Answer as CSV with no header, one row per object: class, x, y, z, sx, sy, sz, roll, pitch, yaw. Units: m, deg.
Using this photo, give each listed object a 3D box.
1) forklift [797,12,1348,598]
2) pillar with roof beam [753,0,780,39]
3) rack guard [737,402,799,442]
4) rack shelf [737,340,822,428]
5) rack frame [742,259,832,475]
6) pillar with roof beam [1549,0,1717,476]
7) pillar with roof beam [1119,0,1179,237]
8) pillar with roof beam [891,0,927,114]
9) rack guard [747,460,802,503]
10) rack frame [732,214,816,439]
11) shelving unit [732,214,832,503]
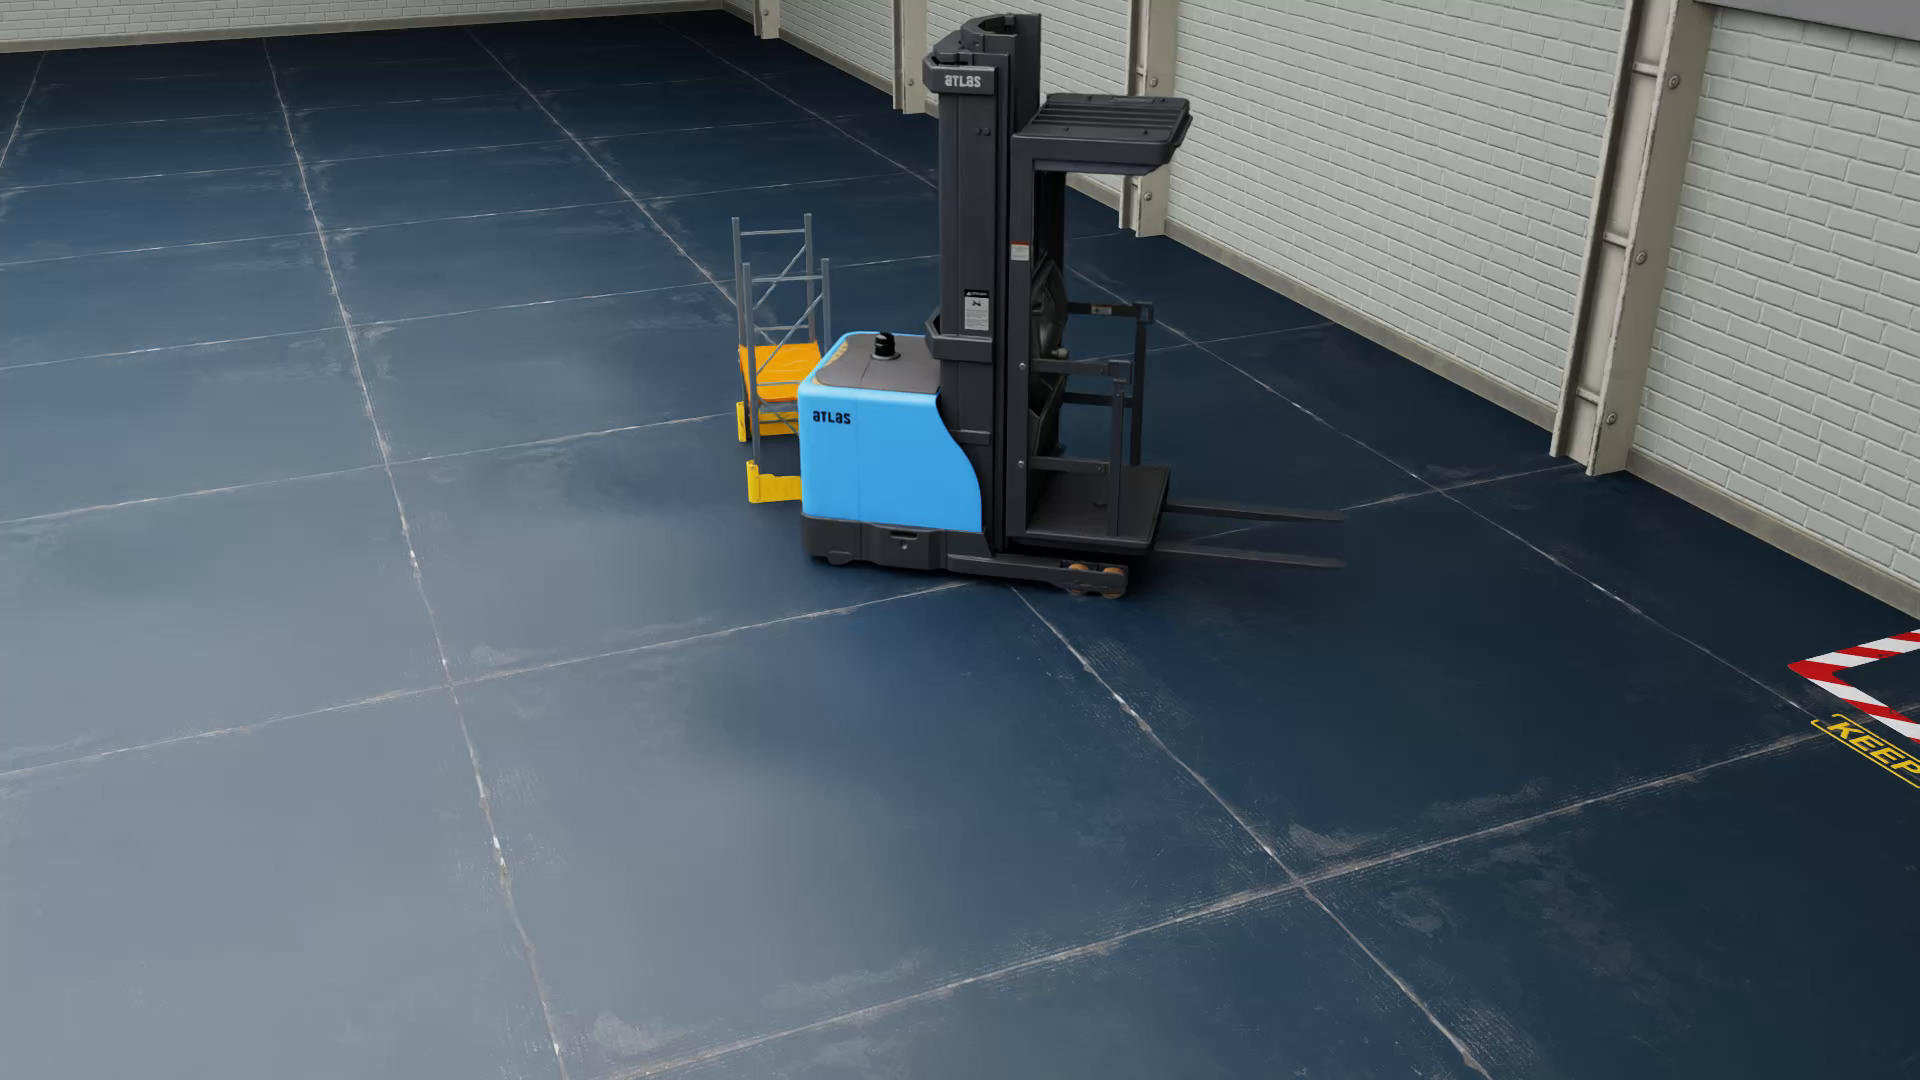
forklift,0.669,-1.254,8.978,3.031,2.935,1.130,6,27,11
pillar with roof beam,-6.930,-11.082,22.191,9.100,9.000,0.400,-11,28,-21
rack guard,-1.189,-0.808,11.121,0.587,0.250,0.087,-5,26,-9
rack shelf,-1.101,-0.997,10.493,0.538,0.185,1.000,-5,26,-9
rack frame,-1.009,-0.940,9.965,0.500,1.500,0.032,-5,26,-9
pillar with roof beam,0.119,-3.815,7.308,9.100,9.000,0.400,-11,28,-21
pillar with roof beam,-2.231,-6.238,12.269,9.100,9.000,0.400,-11,28,-21
pillar with roof beam,-4.581,-8.660,17.230,9.100,9.000,0.400,-11,28,-21
rack guard,-1.009,-0.378,10.240,0.587,0.250,0.087,-5,26,-9
rack frame,-1.192,-1.378,10.863,0.500,1.500,0.032,-5,26,-9
shelving unit,-1.099,-1.155,10.406,0.587,1.500,1.083,-5,26,-9
